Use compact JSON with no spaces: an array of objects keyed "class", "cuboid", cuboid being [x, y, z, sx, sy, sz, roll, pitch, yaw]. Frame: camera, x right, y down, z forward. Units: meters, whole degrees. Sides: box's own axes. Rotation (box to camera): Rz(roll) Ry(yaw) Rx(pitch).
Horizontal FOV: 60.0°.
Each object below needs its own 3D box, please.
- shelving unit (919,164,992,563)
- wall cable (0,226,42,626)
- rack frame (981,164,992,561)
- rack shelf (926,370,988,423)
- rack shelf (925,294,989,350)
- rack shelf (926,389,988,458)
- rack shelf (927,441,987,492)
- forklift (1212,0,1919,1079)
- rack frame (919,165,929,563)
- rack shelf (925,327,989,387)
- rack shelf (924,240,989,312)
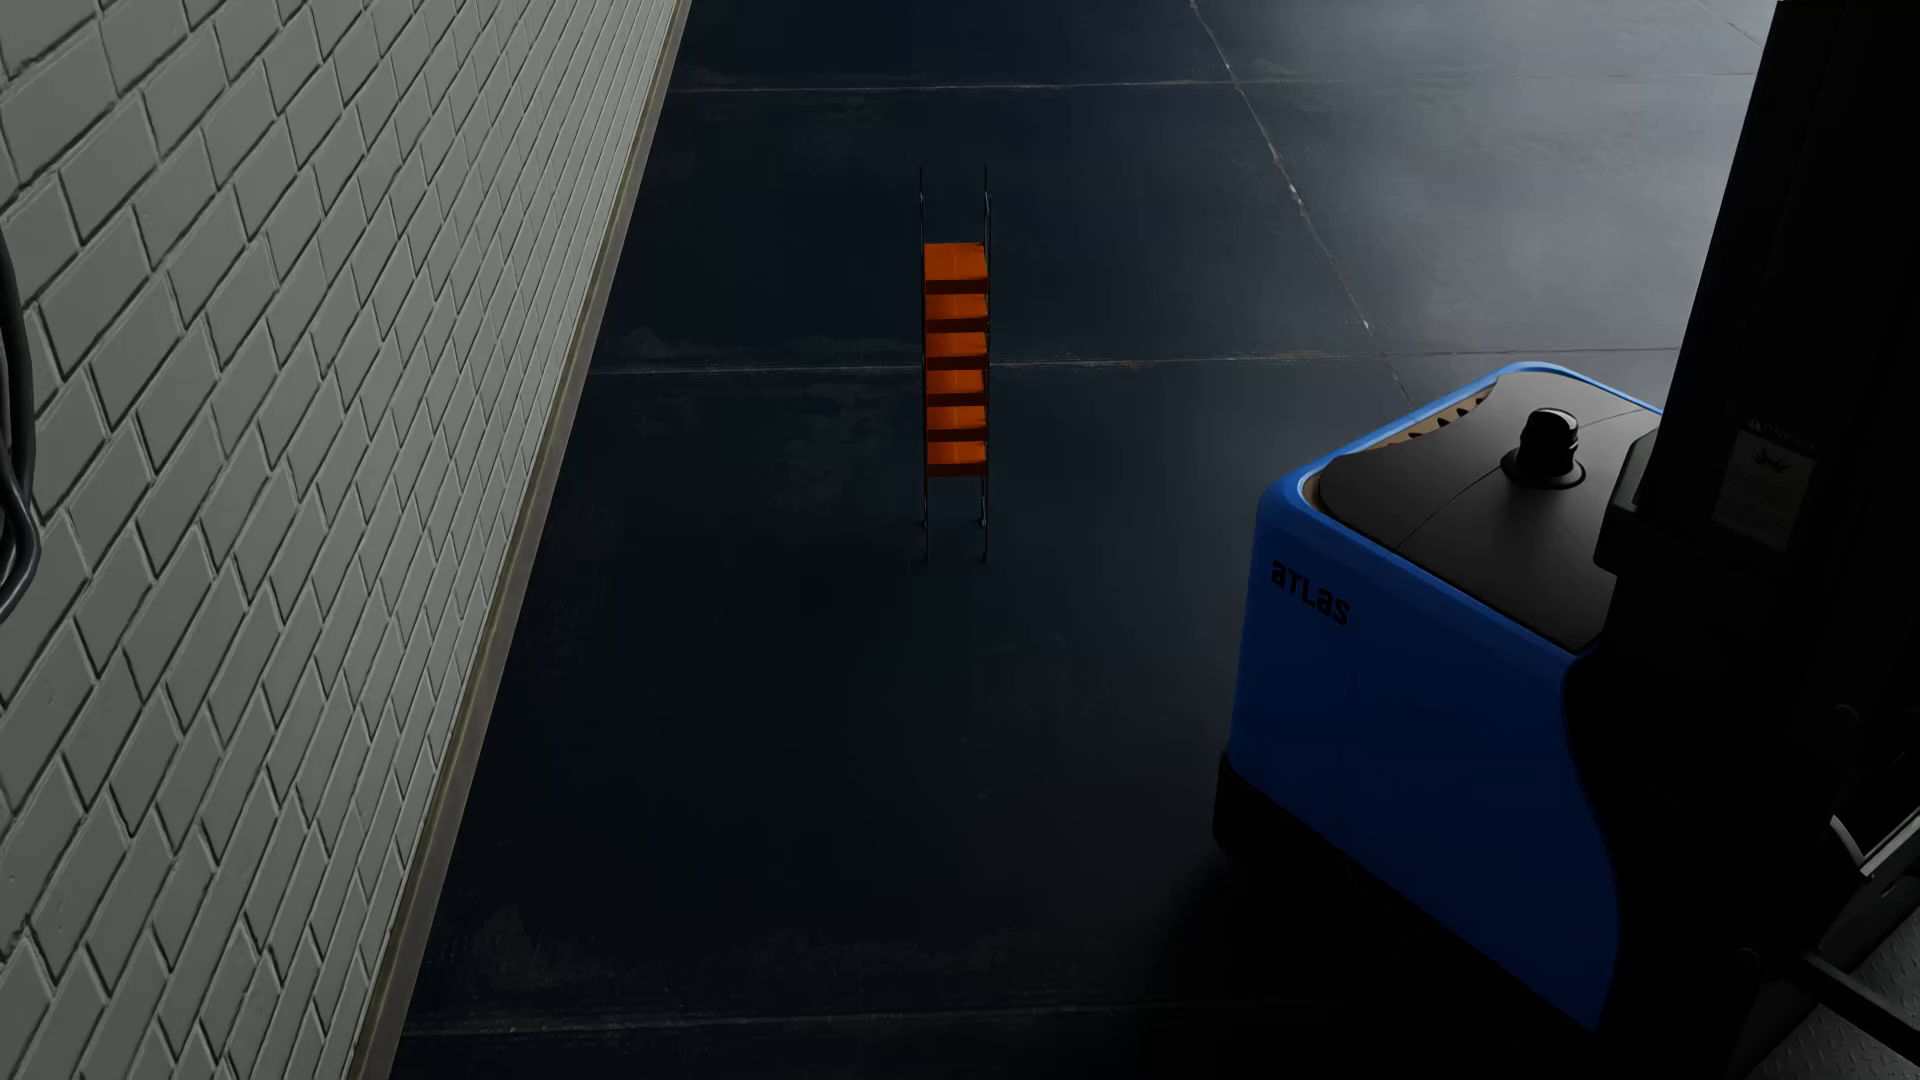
[{"class":"shelving unit","cuboid":[-0.014,-0.493,4.908,0.189,1.200,0.258,-2,35,-2]},{"class":"wall cable","cuboid":[-1.115,-0.200,0.360,0.112,2.526,3.097,-2,35,-2]},{"class":"rack frame","cuboid":[0.077,-0.495,4.912,0.006,1.200,0.240,-2,35,-2]},{"class":"rack shelf","cuboid":[-0.014,-0.456,4.933,0.180,0.103,0.258,-2,35,-2]},{"class":"rack shelf","cuboid":[-0.014,-0.654,4.797,0.180,0.103,0.258,-2,35,-2]},{"class":"rack shelf","cuboid":[-0.014,-0.358,5.002,0.180,0.103,0.258,-2,35,-2]},{"class":"rack shelf","cuboid":[-0.014,-0.259,5.070,0.180,0.103,0.258,-2,35,-2]},{"class":"forklift","cuboid":[1.935,0.047,2.606,1.130,2.935,3.031,-25,42,-31]},{"class":"rack frame","cuboid":[-0.106,-0.491,4.904,0.006,1.200,0.240,-2,35,-2]},{"class":"rack shelf","cuboid":[-0.014,-0.555,4.865,0.180,0.103,0.258,-2,35,-2]},{"class":"rack shelf","cuboid":[-0.014,-0.752,4.728,0.180,0.103,0.258,-2,35,-2]}]
